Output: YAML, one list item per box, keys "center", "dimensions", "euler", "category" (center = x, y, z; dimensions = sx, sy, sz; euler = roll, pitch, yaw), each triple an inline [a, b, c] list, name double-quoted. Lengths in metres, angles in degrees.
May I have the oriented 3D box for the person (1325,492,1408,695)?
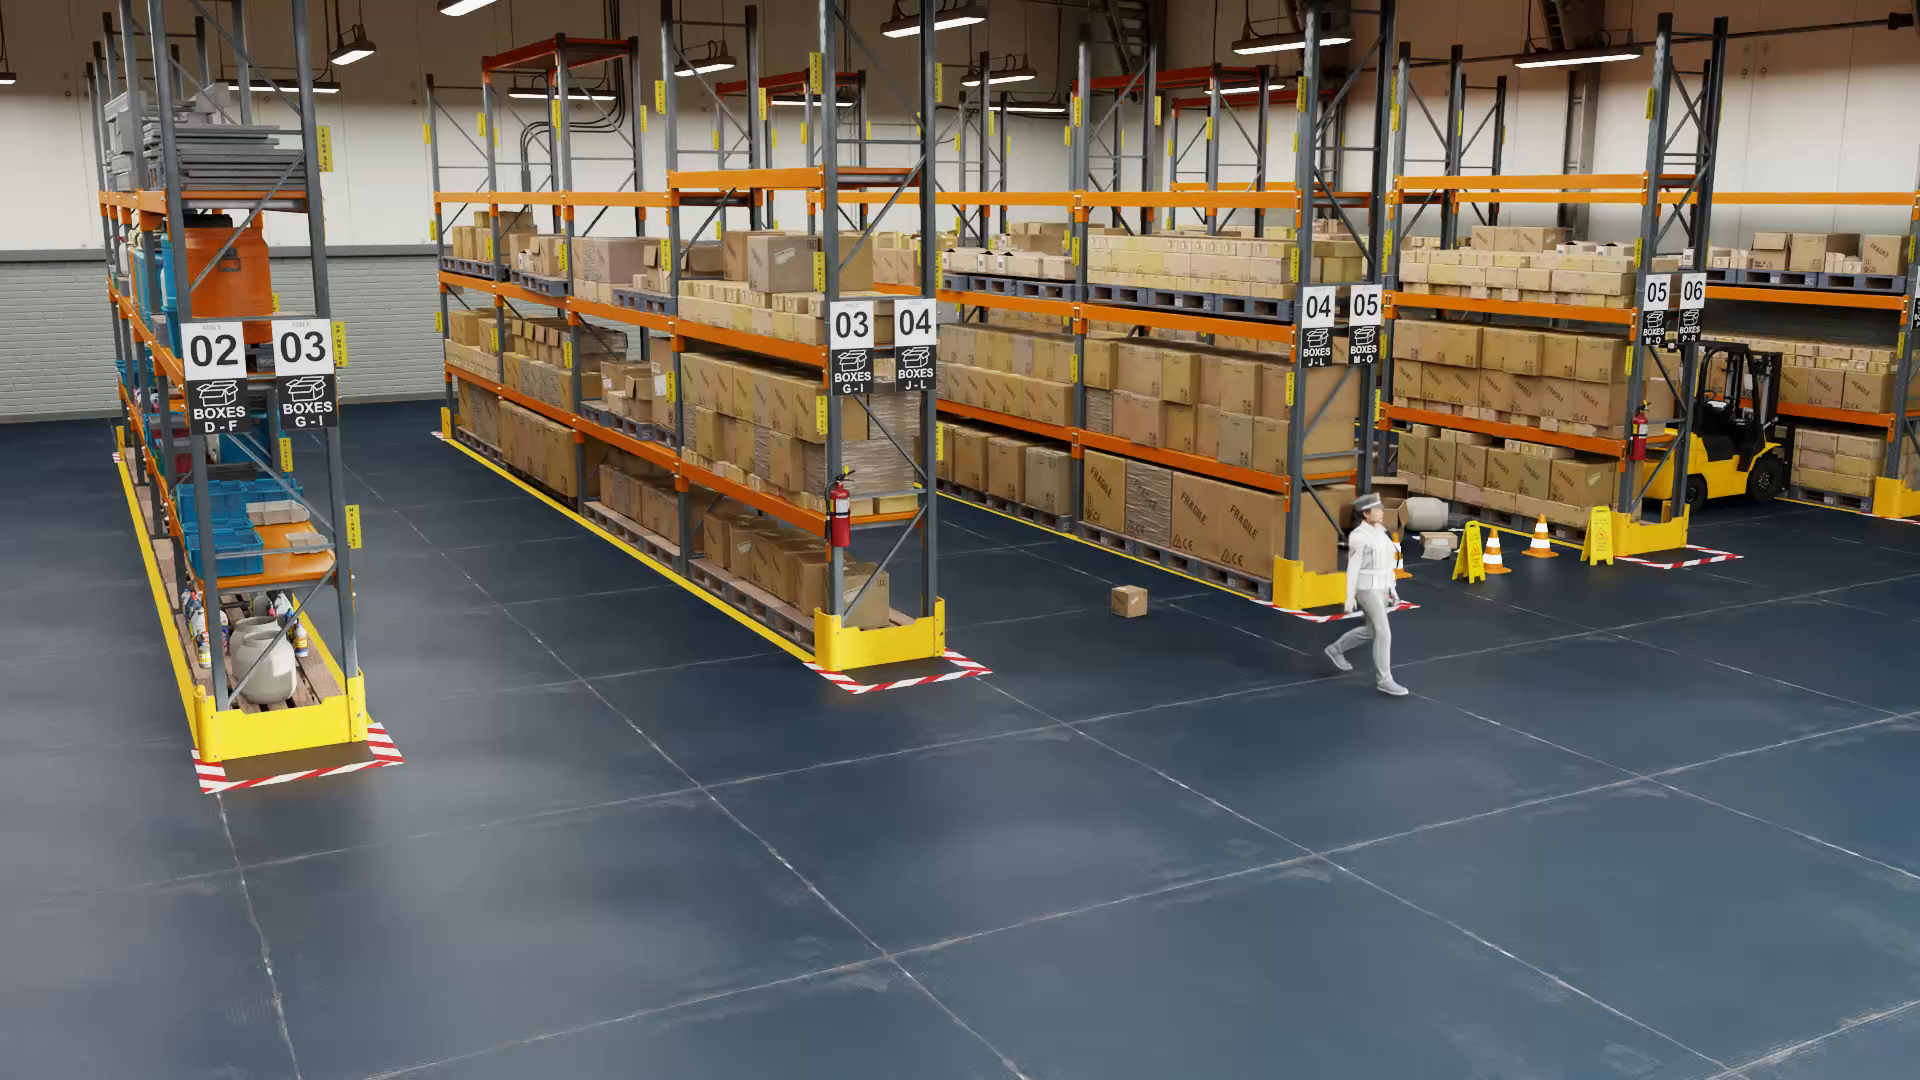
- center: [3.437, 0.403, 13.920]
  dimensions: [0.888, 1.652, 0.495]
  euler: [11, 16, 43]
  category: "person"
